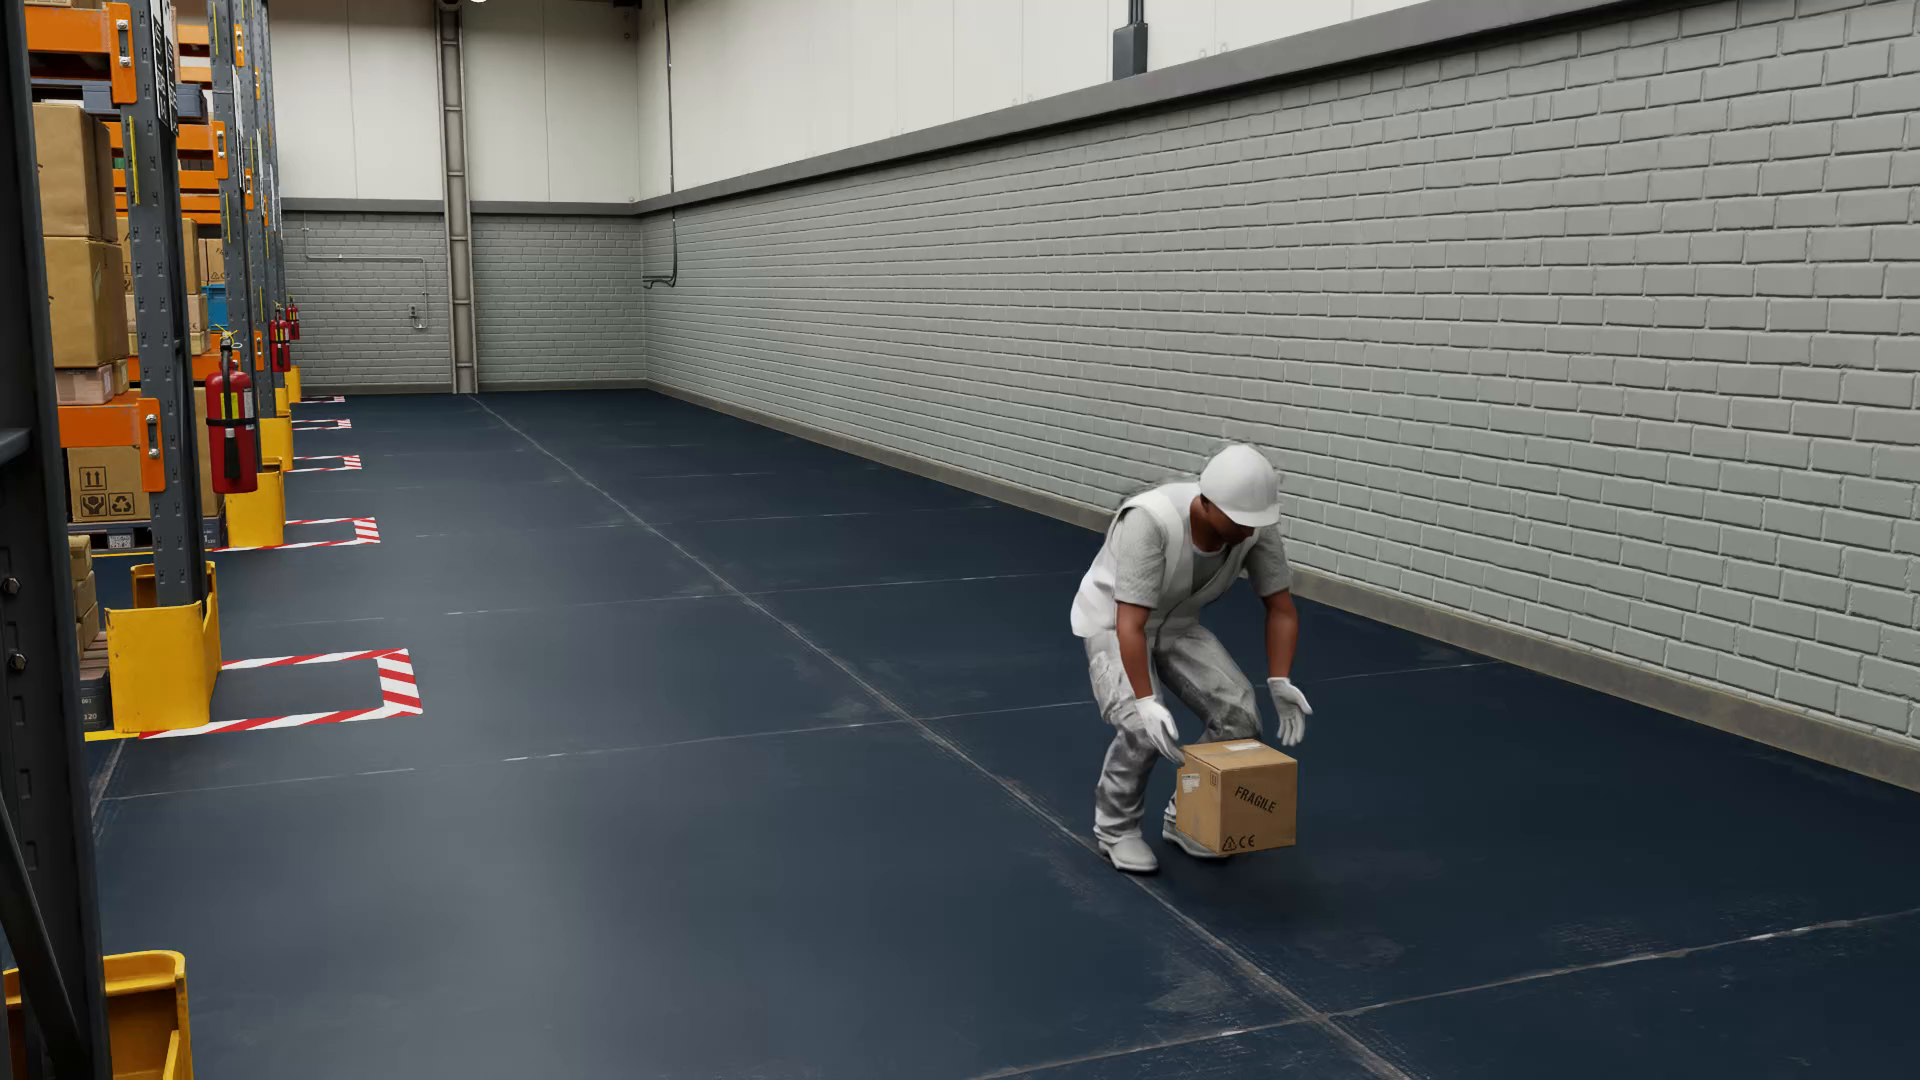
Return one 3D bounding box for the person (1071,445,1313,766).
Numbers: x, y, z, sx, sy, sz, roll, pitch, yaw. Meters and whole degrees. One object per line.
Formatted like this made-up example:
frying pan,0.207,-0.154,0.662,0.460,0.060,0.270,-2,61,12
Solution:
person,0.690,0.144,5.063,0.609,0.922,0.813,-3,9,-21
